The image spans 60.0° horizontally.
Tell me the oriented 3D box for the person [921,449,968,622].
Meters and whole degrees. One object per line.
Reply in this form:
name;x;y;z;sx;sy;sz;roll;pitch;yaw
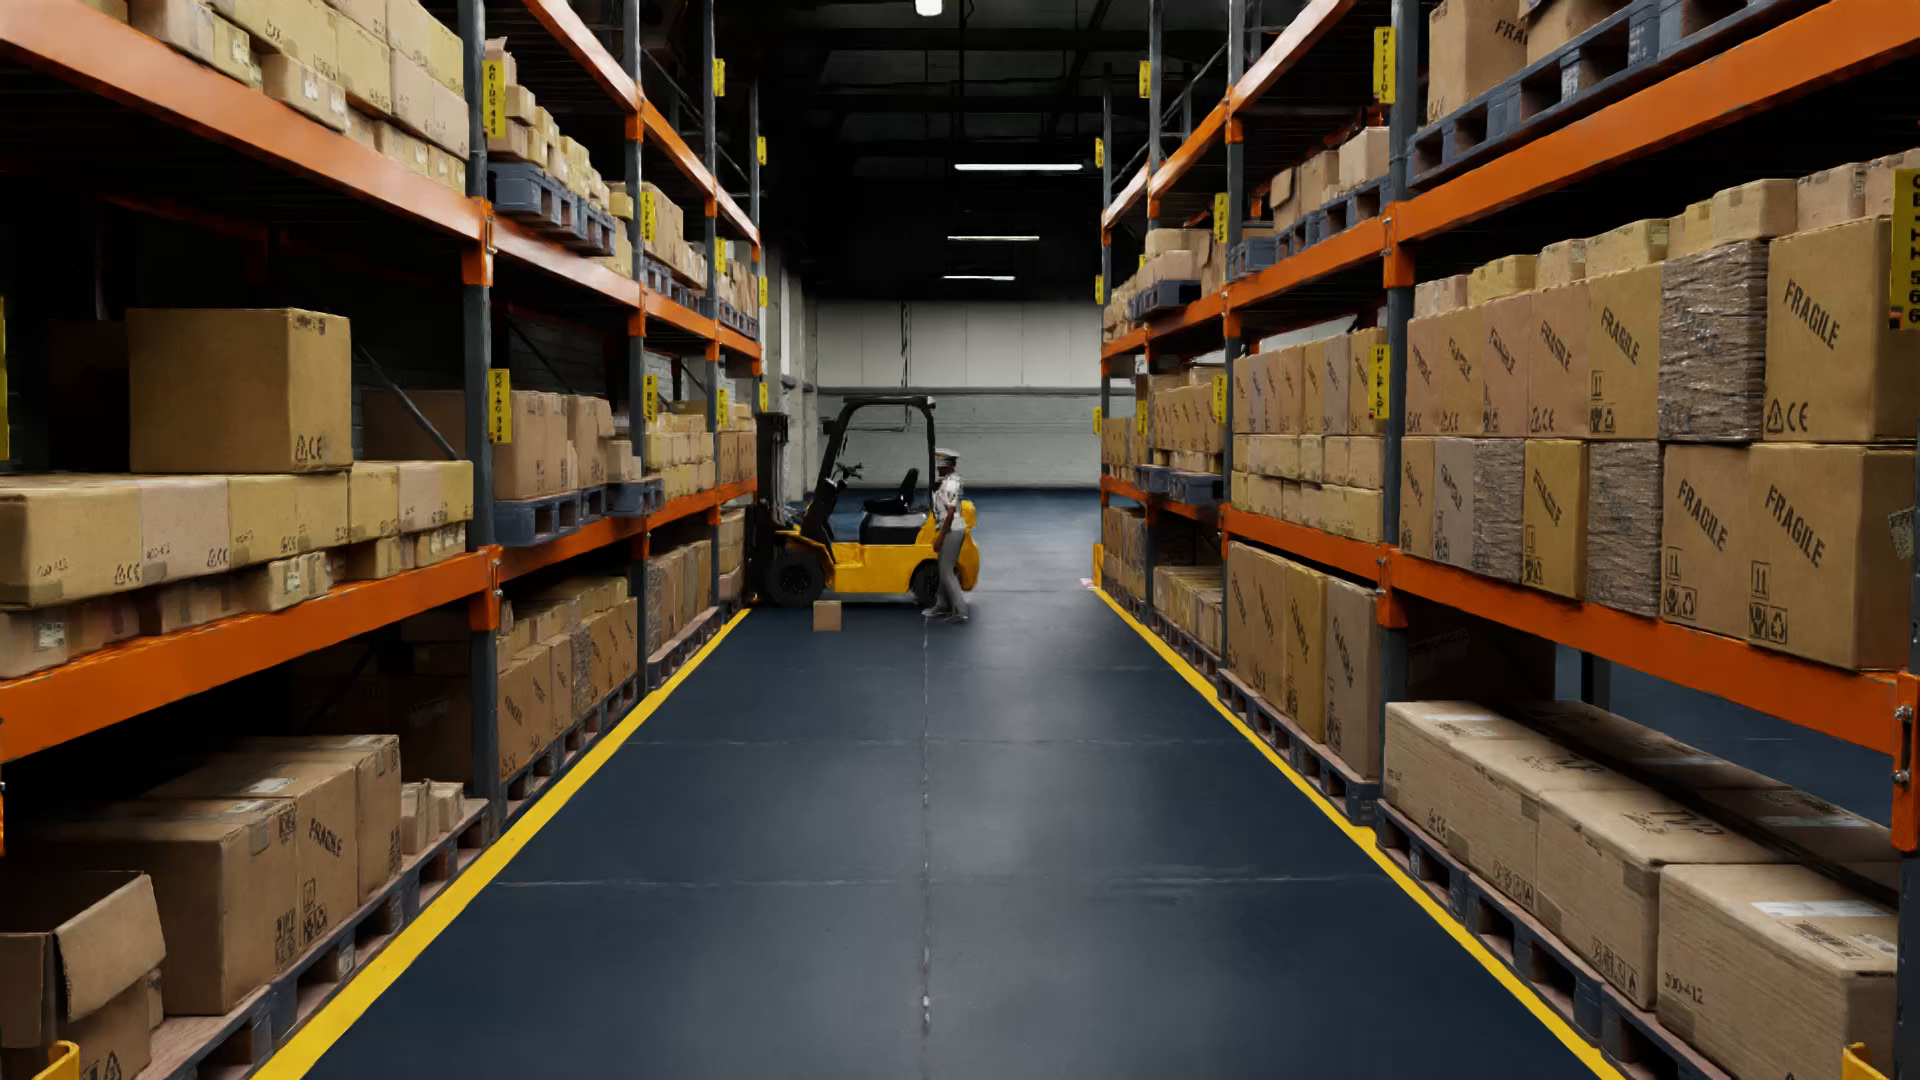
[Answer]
person;-0.159;-0.047;15.950;0.506;1.652;0.596;0;4;6
